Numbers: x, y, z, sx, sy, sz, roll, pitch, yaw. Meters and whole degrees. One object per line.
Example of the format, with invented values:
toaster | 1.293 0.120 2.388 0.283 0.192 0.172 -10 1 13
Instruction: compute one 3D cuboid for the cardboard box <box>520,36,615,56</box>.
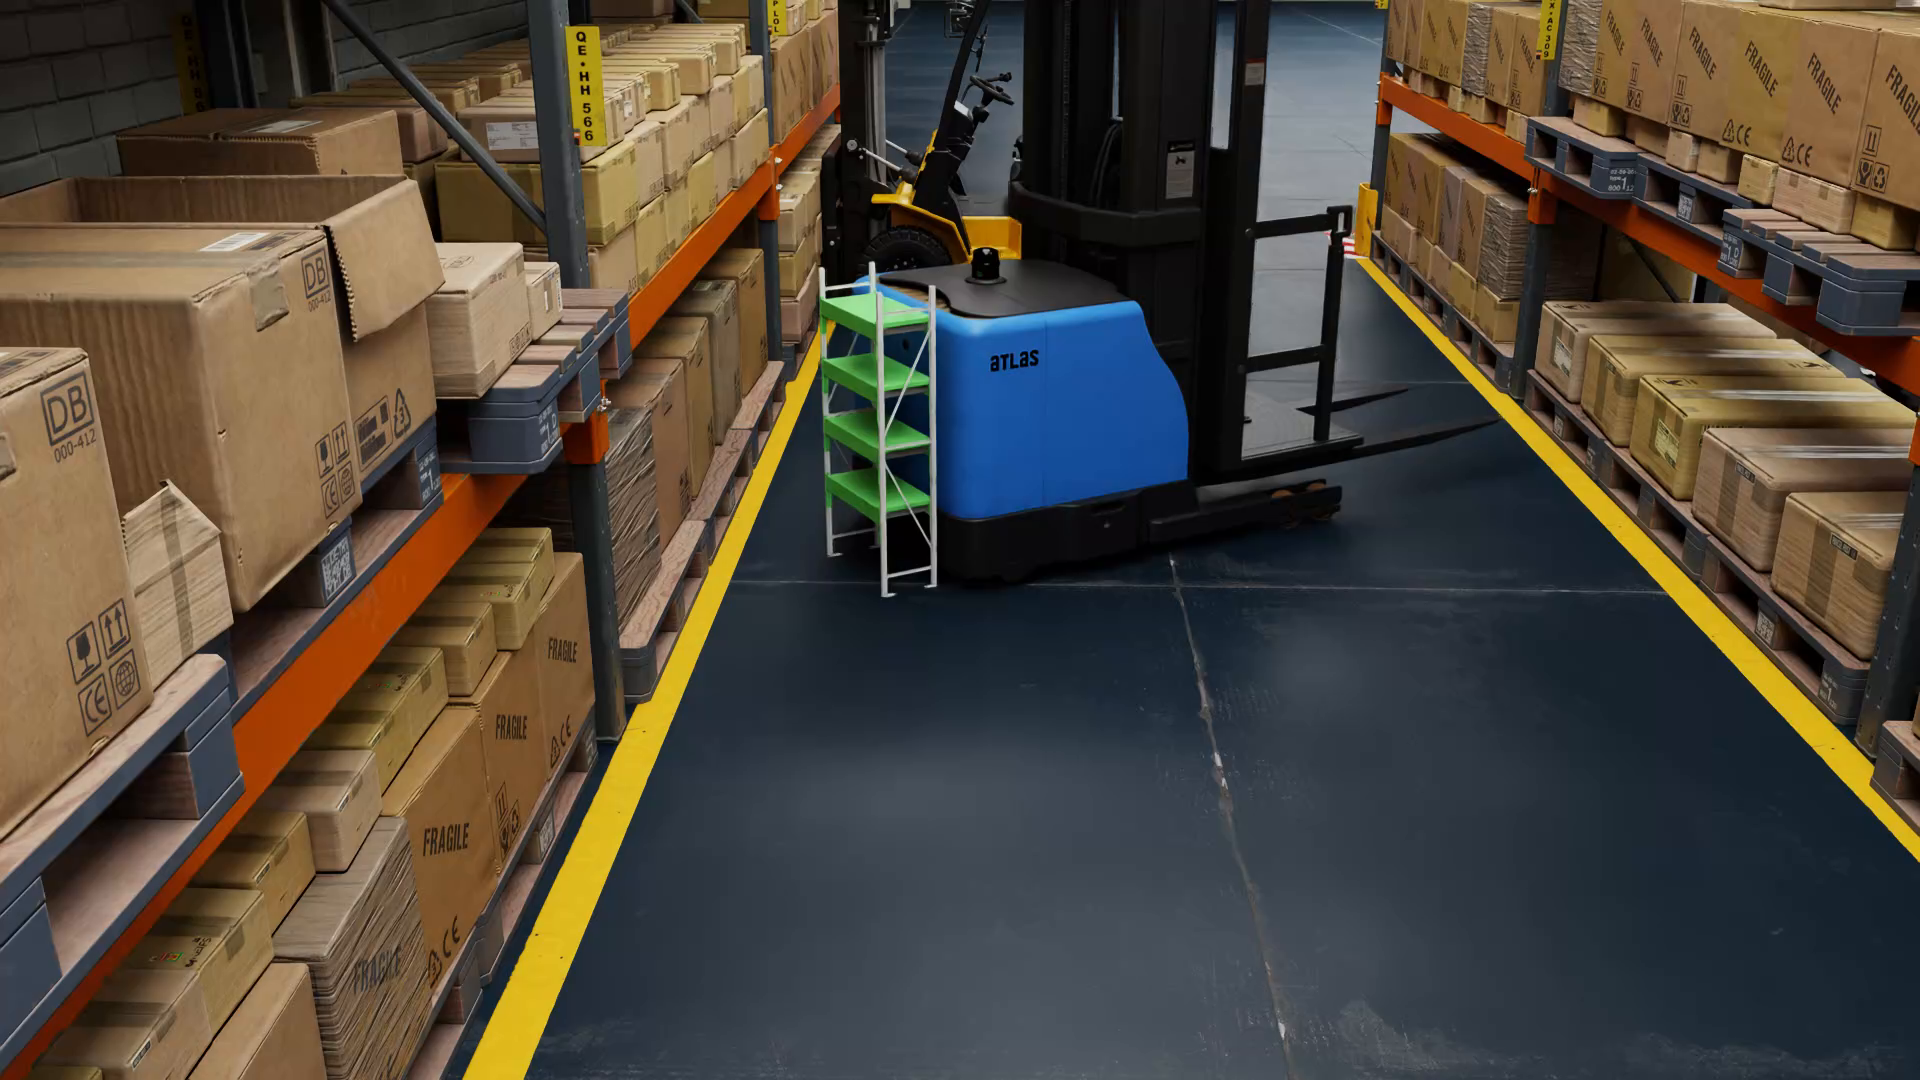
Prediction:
cardboard box | -1.753 -2.162 7.419 0.380 0.149 0.250 0 21 1

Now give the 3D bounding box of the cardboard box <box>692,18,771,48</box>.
cardboard box | -1.200 -2.678 8.750 0.380 0.149 0.250 0 21 1

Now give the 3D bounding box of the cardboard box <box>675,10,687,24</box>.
cardboard box | -1.730 -2.872 9.248 0.380 0.149 0.250 1 21 3

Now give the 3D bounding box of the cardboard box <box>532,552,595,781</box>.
cardboard box | -1.392 0.354 4.845 0.500 0.500 0.500 1 21 3

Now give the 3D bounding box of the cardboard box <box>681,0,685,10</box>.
cardboard box | -1.721 -3.010 9.193 0.380 0.149 0.250 0 21 1

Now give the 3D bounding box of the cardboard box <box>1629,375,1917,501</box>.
cardboard box | 3.438 -0.433 7.051 0.950 0.372 0.625 1 21 3

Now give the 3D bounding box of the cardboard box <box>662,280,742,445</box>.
cardboard box | -1.508 -0.836 7.740 0.875 0.625 0.625 0 21 1

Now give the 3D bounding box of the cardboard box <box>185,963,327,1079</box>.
cardboard box | -1.450 1.100 2.923 0.500 0.500 0.500 0 21 0

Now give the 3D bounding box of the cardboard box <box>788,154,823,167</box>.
cardboard box | -1.091 -2.323 10.708 0.500 0.250 0.500 0 21 1

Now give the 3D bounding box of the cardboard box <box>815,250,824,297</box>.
cardboard box | -1.127 -1.672 10.412 0.500 0.250 0.500 1 21 3

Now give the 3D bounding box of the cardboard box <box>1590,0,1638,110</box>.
cardboard box | 3.174 -2.197 7.415 0.500 0.500 0.500 1 21 2

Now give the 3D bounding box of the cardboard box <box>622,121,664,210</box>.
cardboard box | -1.320 -1.273 5.679 0.500 0.250 0.500 1 21 3

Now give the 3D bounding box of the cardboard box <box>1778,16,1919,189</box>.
cardboard box | 3.108 -1.453 5.497 0.500 0.500 0.500 0 21 1

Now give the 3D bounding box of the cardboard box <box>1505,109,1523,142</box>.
cardboard box | 3.195 -2.257 9.045 0.380 0.149 0.250 1 21 3

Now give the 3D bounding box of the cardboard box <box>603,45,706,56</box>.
cardboard box | -1.270 -1.978 6.945 0.380 0.149 0.250 1 21 2

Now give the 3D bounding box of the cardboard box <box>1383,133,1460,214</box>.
cardboard box | 3.310 -2.576 11.706 0.500 0.500 0.500 0 21 0

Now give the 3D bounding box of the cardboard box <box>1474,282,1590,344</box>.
cardboard box | 3.239 -1.294 9.439 0.500 0.250 0.500 2 21 4

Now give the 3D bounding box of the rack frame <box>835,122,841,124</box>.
rack frame | -1.351 -3.663 12.324 1.000 3.000 0.127 1 21 2

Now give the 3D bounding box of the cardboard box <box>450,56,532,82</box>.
cardboard box | -1.759 -1.795 6.473 0.380 0.149 0.250 1 21 3

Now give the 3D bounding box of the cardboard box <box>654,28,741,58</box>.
cardboard box | -1.251 -2.347 7.895 0.380 0.149 0.250 0 21 1

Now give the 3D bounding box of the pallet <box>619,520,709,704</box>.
pallet | -1.530 0.232 6.139 1.003 0.211 1.213 1 21 2

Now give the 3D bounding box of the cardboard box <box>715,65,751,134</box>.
cardboard box | -1.240 -2.014 7.588 0.500 0.250 0.500 0 21 0

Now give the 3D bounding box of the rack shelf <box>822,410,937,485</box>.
rack shelf | -0.319 -0.374 6.512 0.258 0.148 0.480 -12 24 -28

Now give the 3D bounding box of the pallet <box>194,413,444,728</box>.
pallet | -1.648 0.022 3.091 1.003 0.211 1.213 1 21 2

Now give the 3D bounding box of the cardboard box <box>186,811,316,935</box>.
cardboard box | -1.483 0.645 3.198 0.380 0.149 0.250 1 21 2

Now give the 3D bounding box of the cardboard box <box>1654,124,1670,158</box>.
cardboard box | 3.149 -1.671 6.955 0.380 0.149 0.250 1 21 2

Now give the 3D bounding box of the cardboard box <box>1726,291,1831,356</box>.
cardboard box | 4.882 -1.372 9.870 0.500 0.500 0.500 18 27 38

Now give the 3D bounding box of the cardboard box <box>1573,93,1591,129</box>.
cardboard box | 3.157 -2.046 7.922 0.380 0.149 0.250 1 21 2

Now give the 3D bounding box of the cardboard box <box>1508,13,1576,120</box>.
cardboard box | 3.254 -2.512 8.808 0.500 0.500 0.500 0 21 0

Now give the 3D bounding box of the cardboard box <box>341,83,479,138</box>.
cardboard box | -1.821 -1.428 5.529 0.380 0.149 0.250 1 21 2

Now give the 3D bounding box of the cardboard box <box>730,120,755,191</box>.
cardboard box | -1.236 -1.780 7.678 0.500 0.250 0.500 1 21 1

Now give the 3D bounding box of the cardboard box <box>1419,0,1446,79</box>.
cardboard box | 3.292 -3.256 10.723 0.500 0.500 0.500 0 21 1

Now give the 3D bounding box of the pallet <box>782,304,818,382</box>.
pallet | -1.406 -1.204 9.840 1.003 0.211 1.213 1 21 2

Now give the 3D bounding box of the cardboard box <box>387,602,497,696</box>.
cardboard box | -1.385 0.271 4.161 0.380 0.149 0.250 0 21 0

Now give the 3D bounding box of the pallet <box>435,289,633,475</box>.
pallet | -1.544 -0.435 4.270 1.213 0.211 1.003 1 21 2

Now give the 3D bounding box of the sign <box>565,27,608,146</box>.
sign | -1.051 -1.271 4.667 0.100 0.325 0.005 1 21 2

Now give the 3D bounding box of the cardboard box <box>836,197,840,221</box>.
cardboard box | -1.074 -2.263 11.243 0.500 0.250 0.500 0 21 0

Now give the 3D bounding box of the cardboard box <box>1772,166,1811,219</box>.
cardboard box | 3.057 -1.198 5.735 0.380 0.149 0.250 0 21 -1

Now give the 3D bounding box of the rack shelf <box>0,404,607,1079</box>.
rack shelf | -1.655 0.288 3.135 1.077 0.370 4.000 1 21 2

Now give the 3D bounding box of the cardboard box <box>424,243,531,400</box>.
cardboard box | -1.303 -0.512 3.828 0.500 0.250 0.500 0 21 -1

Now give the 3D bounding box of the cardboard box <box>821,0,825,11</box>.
cardboard box | -1.128 -3.698 11.378 0.380 0.149 0.250 1 21 3

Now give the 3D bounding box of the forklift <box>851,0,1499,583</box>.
forklift | 1.076 -1.568 7.018 3.031 2.935 1.130 -11 24 -27

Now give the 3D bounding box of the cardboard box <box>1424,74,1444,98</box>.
cardboard box | 3.283 -3.001 10.963 0.380 0.149 0.250 1 21 3

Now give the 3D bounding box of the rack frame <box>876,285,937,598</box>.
rack frame | -0.198 -0.357 6.291 0.240 1.200 0.015 -12 24 -28

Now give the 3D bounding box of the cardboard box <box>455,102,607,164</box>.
cardboard box | -1.290 -1.232 5.022 0.380 0.149 0.250 1 21 3

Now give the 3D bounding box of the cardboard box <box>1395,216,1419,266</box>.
cardboard box | 3.287 -2.051 11.388 0.500 0.250 0.500 1 21 4

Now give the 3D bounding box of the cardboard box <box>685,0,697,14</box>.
cardboard box | -1.266 -2.913 8.942 0.380 0.149 0.250 1 21 2

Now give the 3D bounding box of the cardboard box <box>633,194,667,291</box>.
cardboard box | -1.316 -1.040 5.771 0.500 0.250 0.500 0 21 0

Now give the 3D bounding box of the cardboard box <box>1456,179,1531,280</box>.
cardboard box | 3.253 -1.828 9.778 0.500 0.500 0.500 1 21 3

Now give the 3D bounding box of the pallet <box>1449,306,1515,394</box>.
pallet | 3.474 -1.107 9.590 1.003 0.211 1.213 1 21 2

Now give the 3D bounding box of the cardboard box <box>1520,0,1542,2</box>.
cardboard box | 3.724 -3.527 10.041 0.700 0.500 0.500 1 21 1

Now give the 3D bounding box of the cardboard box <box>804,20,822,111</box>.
cardboard box | -1.148 -2.974 10.410 0.500 0.500 0.500 1 21 2

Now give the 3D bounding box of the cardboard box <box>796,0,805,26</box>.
cardboard box | -1.132 -3.141 9.942 0.380 0.149 0.250 0 21 0

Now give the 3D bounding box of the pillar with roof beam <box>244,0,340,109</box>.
pillar with roof beam | 1.848 -4.002 4.902 9.100 9.000 0.400 1 21 2

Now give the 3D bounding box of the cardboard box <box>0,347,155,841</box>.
cardboard box | -1.462 0.073 1.974 0.700 0.500 0.500 1 21 2

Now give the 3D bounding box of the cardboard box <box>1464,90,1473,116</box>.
cardboard box | 3.260 -2.626 9.997 0.380 0.149 0.250 0 21 1

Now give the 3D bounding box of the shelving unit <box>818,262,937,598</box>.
shelving unit | -0.319 -0.434 6.489 0.258 1.200 0.503 -12 24 -28

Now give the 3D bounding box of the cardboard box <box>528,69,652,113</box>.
cardboard box | -1.328 -1.607 5.990 0.380 0.149 0.250 1 21 2

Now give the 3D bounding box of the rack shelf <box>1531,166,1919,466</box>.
rack shelf | 3.428 -1.105 6.725 1.077 0.370 4.000 1 21 2
